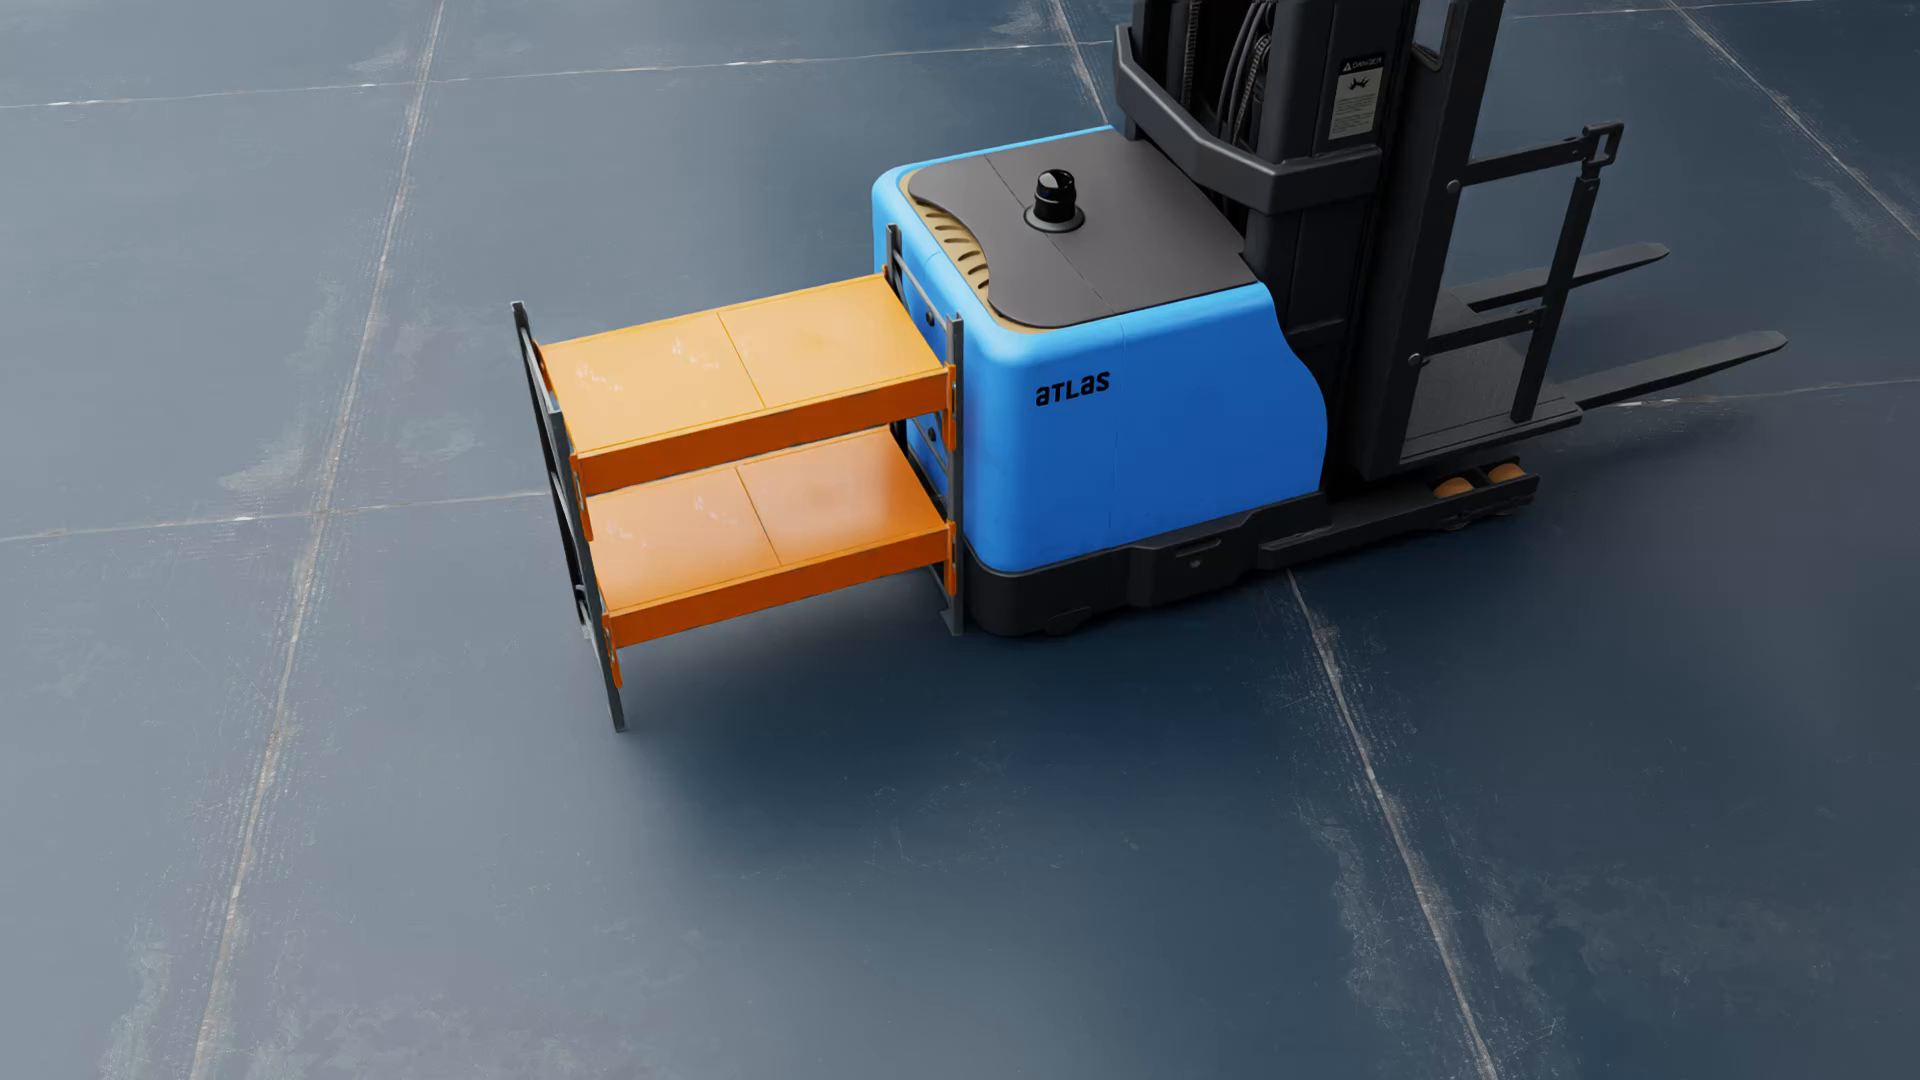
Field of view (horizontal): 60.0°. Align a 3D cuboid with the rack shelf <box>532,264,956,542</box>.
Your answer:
[{"bbox_3d":[-0.569,-0.380,4.395,1.000,0.278,0.538,-15,44,-16],"label":"rack shelf"}]

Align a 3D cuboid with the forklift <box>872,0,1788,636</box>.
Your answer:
[{"bbox_3d":[1.298,-1.434,4.652,3.031,2.935,1.130,-15,44,-16],"label":"forklift"}]

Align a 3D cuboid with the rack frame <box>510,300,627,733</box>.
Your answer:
[{"bbox_3d":[-1.041,-0.037,4.451,0.032,1.125,0.500,-15,44,-16],"label":"rack frame"}]

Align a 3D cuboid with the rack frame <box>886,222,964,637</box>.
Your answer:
[{"bbox_3d":[-0.097,-0.289,4.731,0.032,1.125,0.500,-15,44,-16],"label":"rack frame"}]

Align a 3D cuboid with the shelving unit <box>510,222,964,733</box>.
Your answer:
[{"bbox_3d":[-0.569,-0.163,4.591,1.048,1.125,0.538,-15,44,-16],"label":"shelving unit"}]

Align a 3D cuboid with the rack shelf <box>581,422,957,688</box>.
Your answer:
[{"bbox_3d":[-0.569,0.018,4.755,1.000,0.278,0.538,-15,44,-16],"label":"rack shelf"}]
